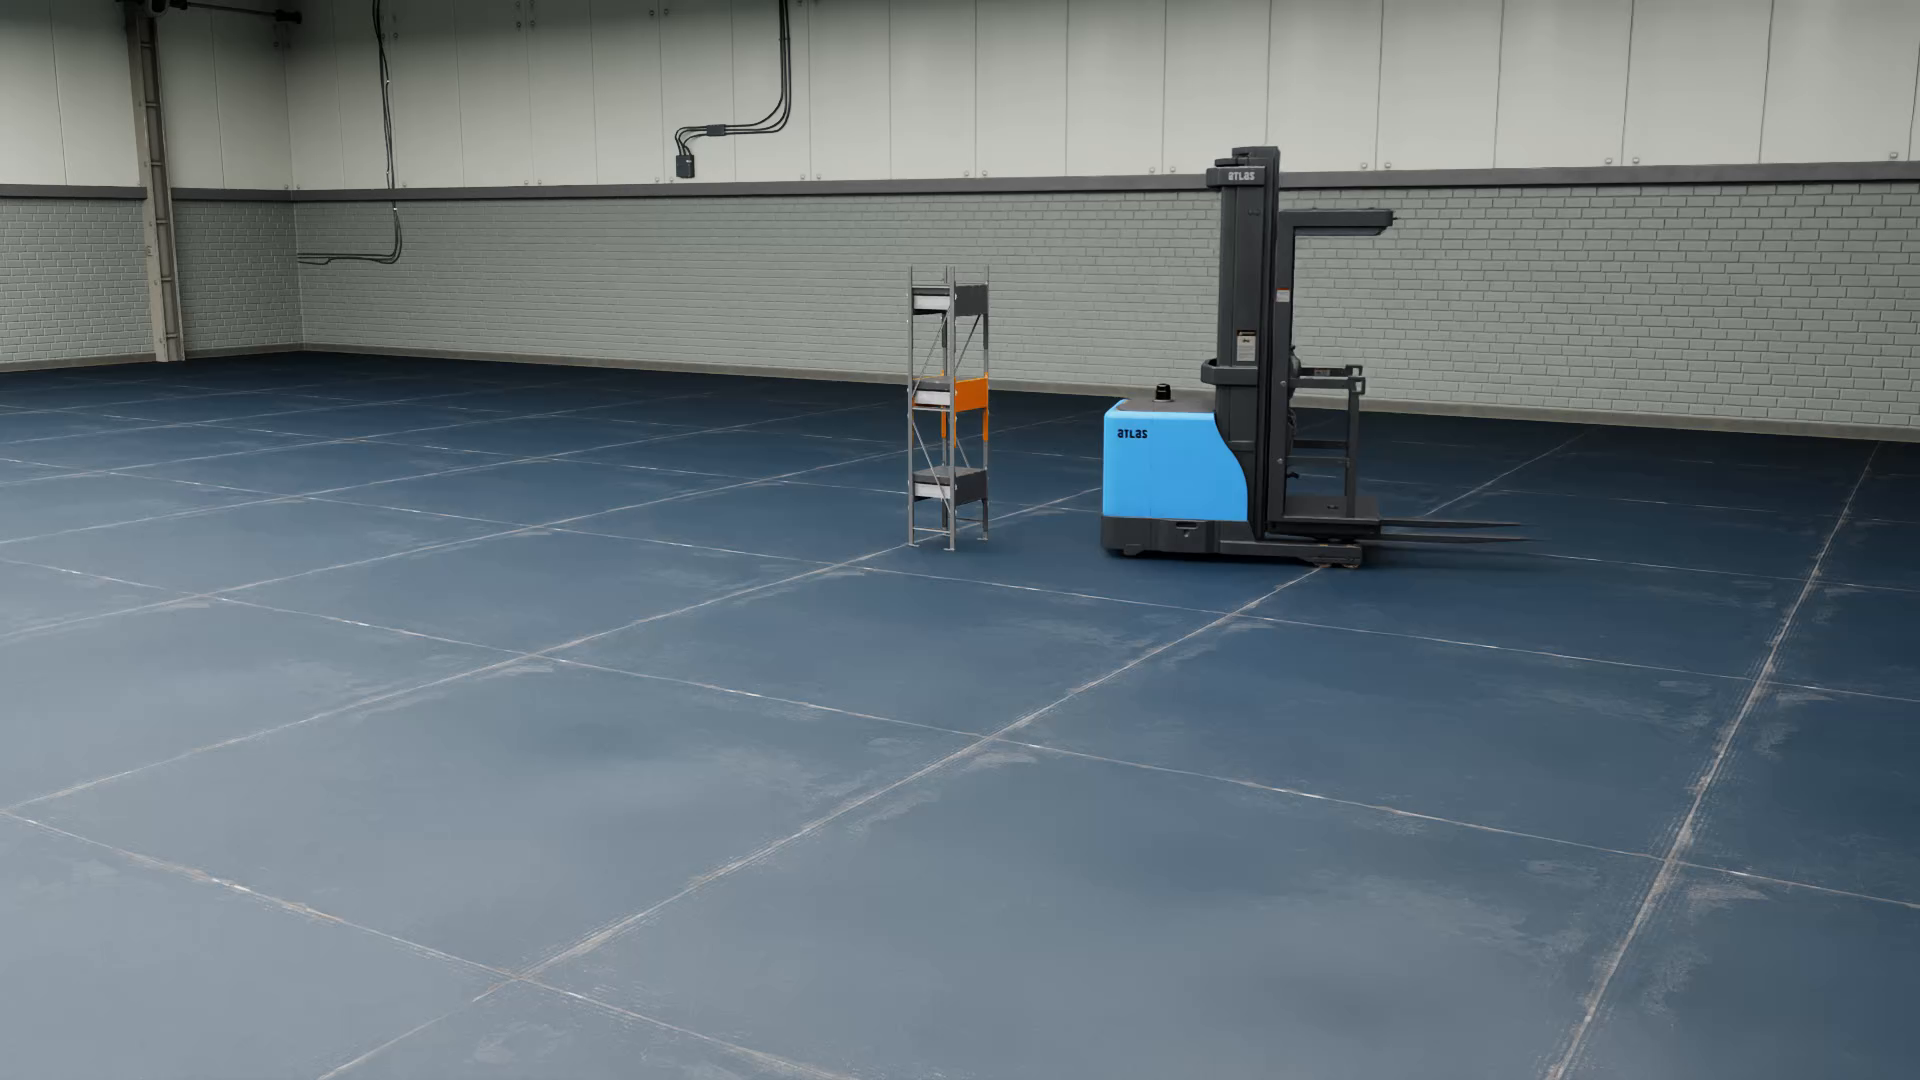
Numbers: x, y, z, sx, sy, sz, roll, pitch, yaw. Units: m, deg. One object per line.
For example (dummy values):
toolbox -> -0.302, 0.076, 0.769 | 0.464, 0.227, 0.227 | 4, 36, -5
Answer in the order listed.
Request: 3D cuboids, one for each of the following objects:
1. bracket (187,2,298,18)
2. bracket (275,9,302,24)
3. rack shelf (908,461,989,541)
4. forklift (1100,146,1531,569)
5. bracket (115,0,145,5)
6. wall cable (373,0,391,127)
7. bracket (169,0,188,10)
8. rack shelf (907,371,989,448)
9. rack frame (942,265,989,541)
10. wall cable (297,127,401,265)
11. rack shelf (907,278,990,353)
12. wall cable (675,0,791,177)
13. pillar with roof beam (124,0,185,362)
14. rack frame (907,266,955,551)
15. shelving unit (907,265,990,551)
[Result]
bracket -> -12.974, -9.778, 30.864 | 0.076, 0.066, 3.189 | 6, 12, 31
bracket -> -12.667, -9.871, 31.361 | 0.235, 0.232, 0.430 | 6, 12, 31
rack shelf -> -0.086, -0.305, 12.668 | 0.431, 0.518, 0.480 | 6, 12, 31
forklift -> 2.604, -1.345, 12.085 | 3.031, 2.935, 1.130 | 2, 11, 12
bracket -> -14.328, -9.368, 28.672 | 0.235, 0.232, 0.430 | 6, 12, 31
wall cable -> -9.445, -8.733, 29.774 | 3.097, 2.526, 0.112 | 6, 12, 31
bracket -> -13.898, -9.499, 29.370 | 0.235, 0.232, 0.430 | 6, 12, 31
rack shelf -> -0.086, -0.993, 12.539 | 0.431, 0.518, 0.480 | 6, 12, 31
rack frame -> 0.041, -1.044, 12.741 | 0.400, 2.100, 0.015 | 6, 12, 31
wall cable -> -11.757, -6.509, 31.619 | 3.097, 2.526, 0.112 | 6, 12, 31
rack shelf -> -0.086, -1.681, 12.410 | 0.431, 0.518, 0.480 | 6, 12, 31
wall cable -> -3.651, -8.797, 26.163 | 2.305, 6.003, 0.169 | 6, 12, 31
pillar with roof beam -> -10.737, -7.287, 27.337 | 9.100, 9.000, 0.548 | 6, 12, 31
rack frame -> -0.213, -0.968, 12.331 | 0.400, 2.100, 0.015 | 6, 12, 31
shelving unit -> -0.086, -1.006, 12.536 | 0.431, 2.100, 0.503 | 6, 12, 31
